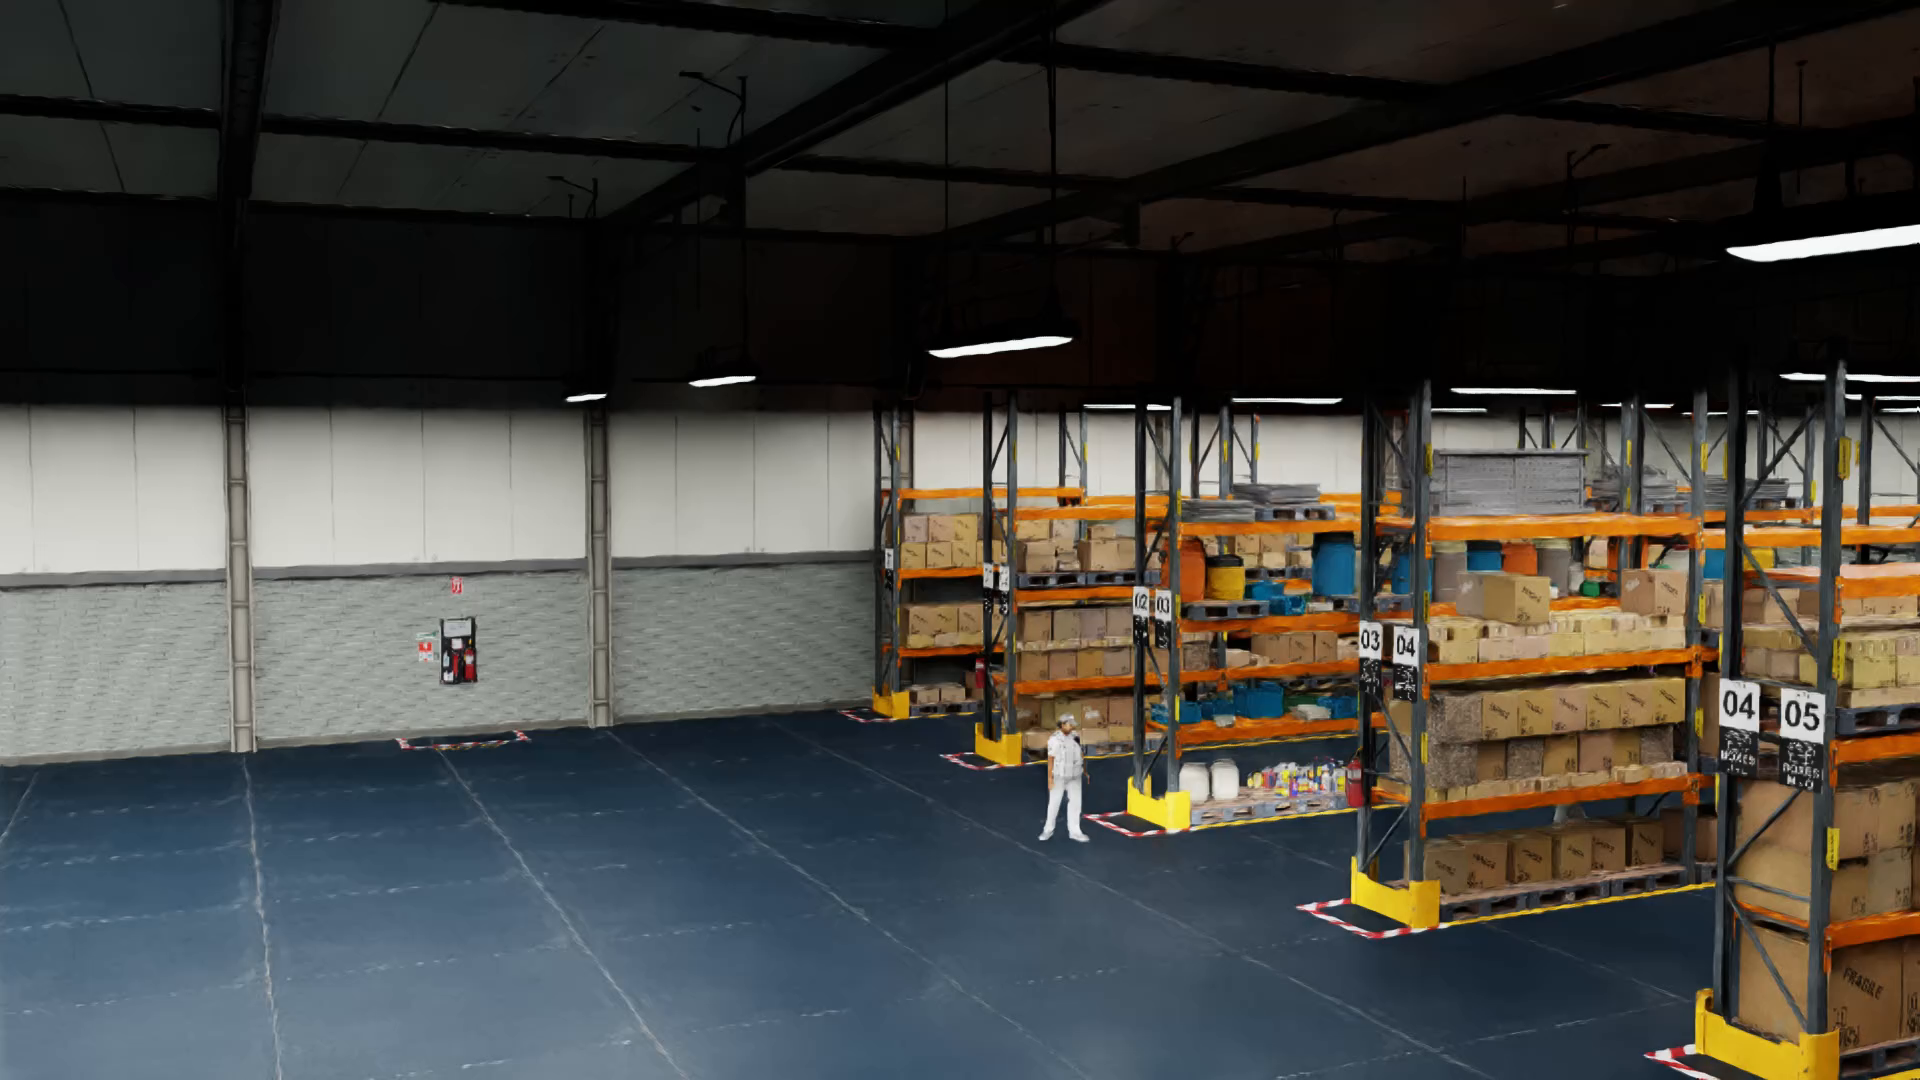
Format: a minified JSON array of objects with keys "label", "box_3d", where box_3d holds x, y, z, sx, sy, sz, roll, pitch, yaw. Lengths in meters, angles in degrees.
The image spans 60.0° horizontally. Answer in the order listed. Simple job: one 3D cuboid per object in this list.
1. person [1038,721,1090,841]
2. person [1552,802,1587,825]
[{"label":"person","box_3d":[1.368,3.079,21.658,0.677,1.644,0.493,-2,4,-29]},{"label":"person","box_3d":[7.691,3.083,21.224,1.111,1.642,0.544,-1,4,-21]}]
